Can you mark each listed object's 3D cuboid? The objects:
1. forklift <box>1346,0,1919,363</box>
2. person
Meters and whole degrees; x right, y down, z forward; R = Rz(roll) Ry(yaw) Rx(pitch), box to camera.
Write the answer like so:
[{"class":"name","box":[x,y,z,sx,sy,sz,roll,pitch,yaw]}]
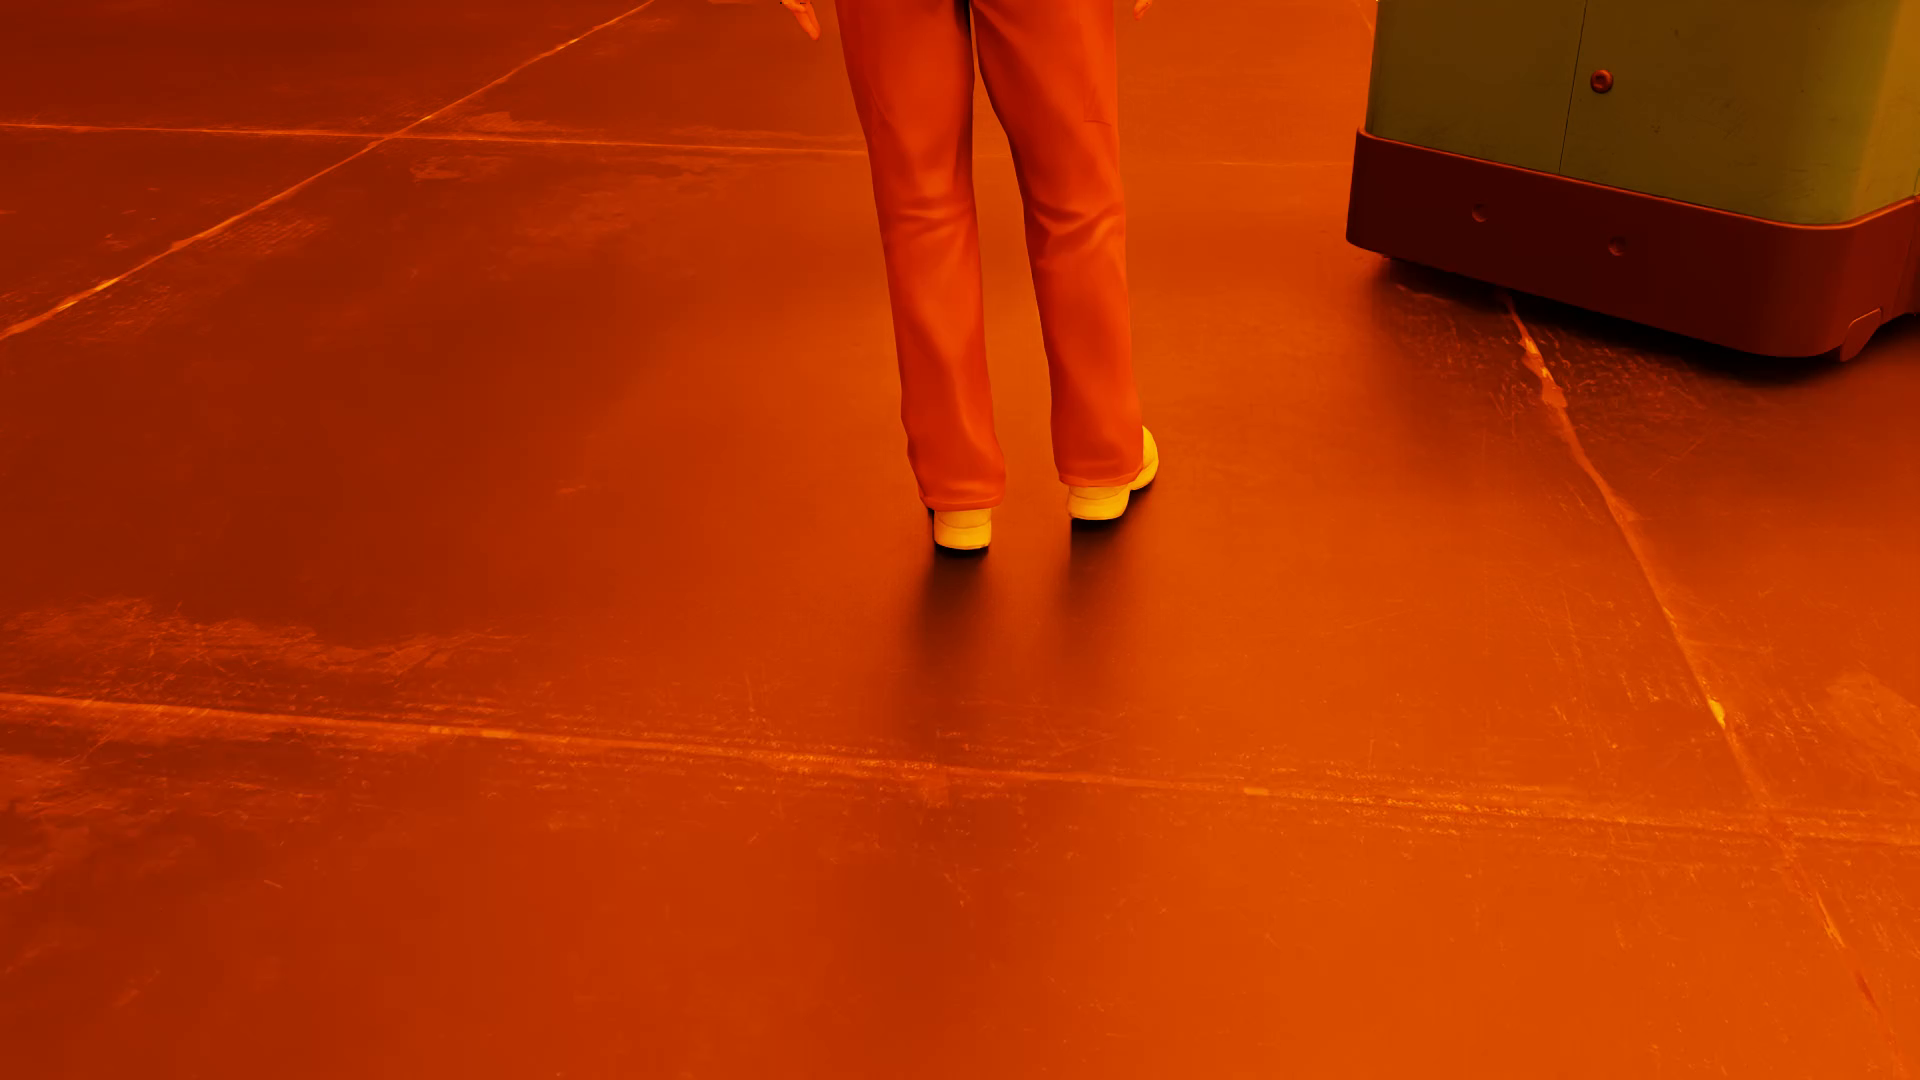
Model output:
[{"class":"forklift","box":[2.299,-2.172,3.572,3.031,2.935,1.130,-21,33,-36]},{"class":"person","box":[0.022,-0.793,2.196,0.555,1.675,0.528,3,27,7]}]
